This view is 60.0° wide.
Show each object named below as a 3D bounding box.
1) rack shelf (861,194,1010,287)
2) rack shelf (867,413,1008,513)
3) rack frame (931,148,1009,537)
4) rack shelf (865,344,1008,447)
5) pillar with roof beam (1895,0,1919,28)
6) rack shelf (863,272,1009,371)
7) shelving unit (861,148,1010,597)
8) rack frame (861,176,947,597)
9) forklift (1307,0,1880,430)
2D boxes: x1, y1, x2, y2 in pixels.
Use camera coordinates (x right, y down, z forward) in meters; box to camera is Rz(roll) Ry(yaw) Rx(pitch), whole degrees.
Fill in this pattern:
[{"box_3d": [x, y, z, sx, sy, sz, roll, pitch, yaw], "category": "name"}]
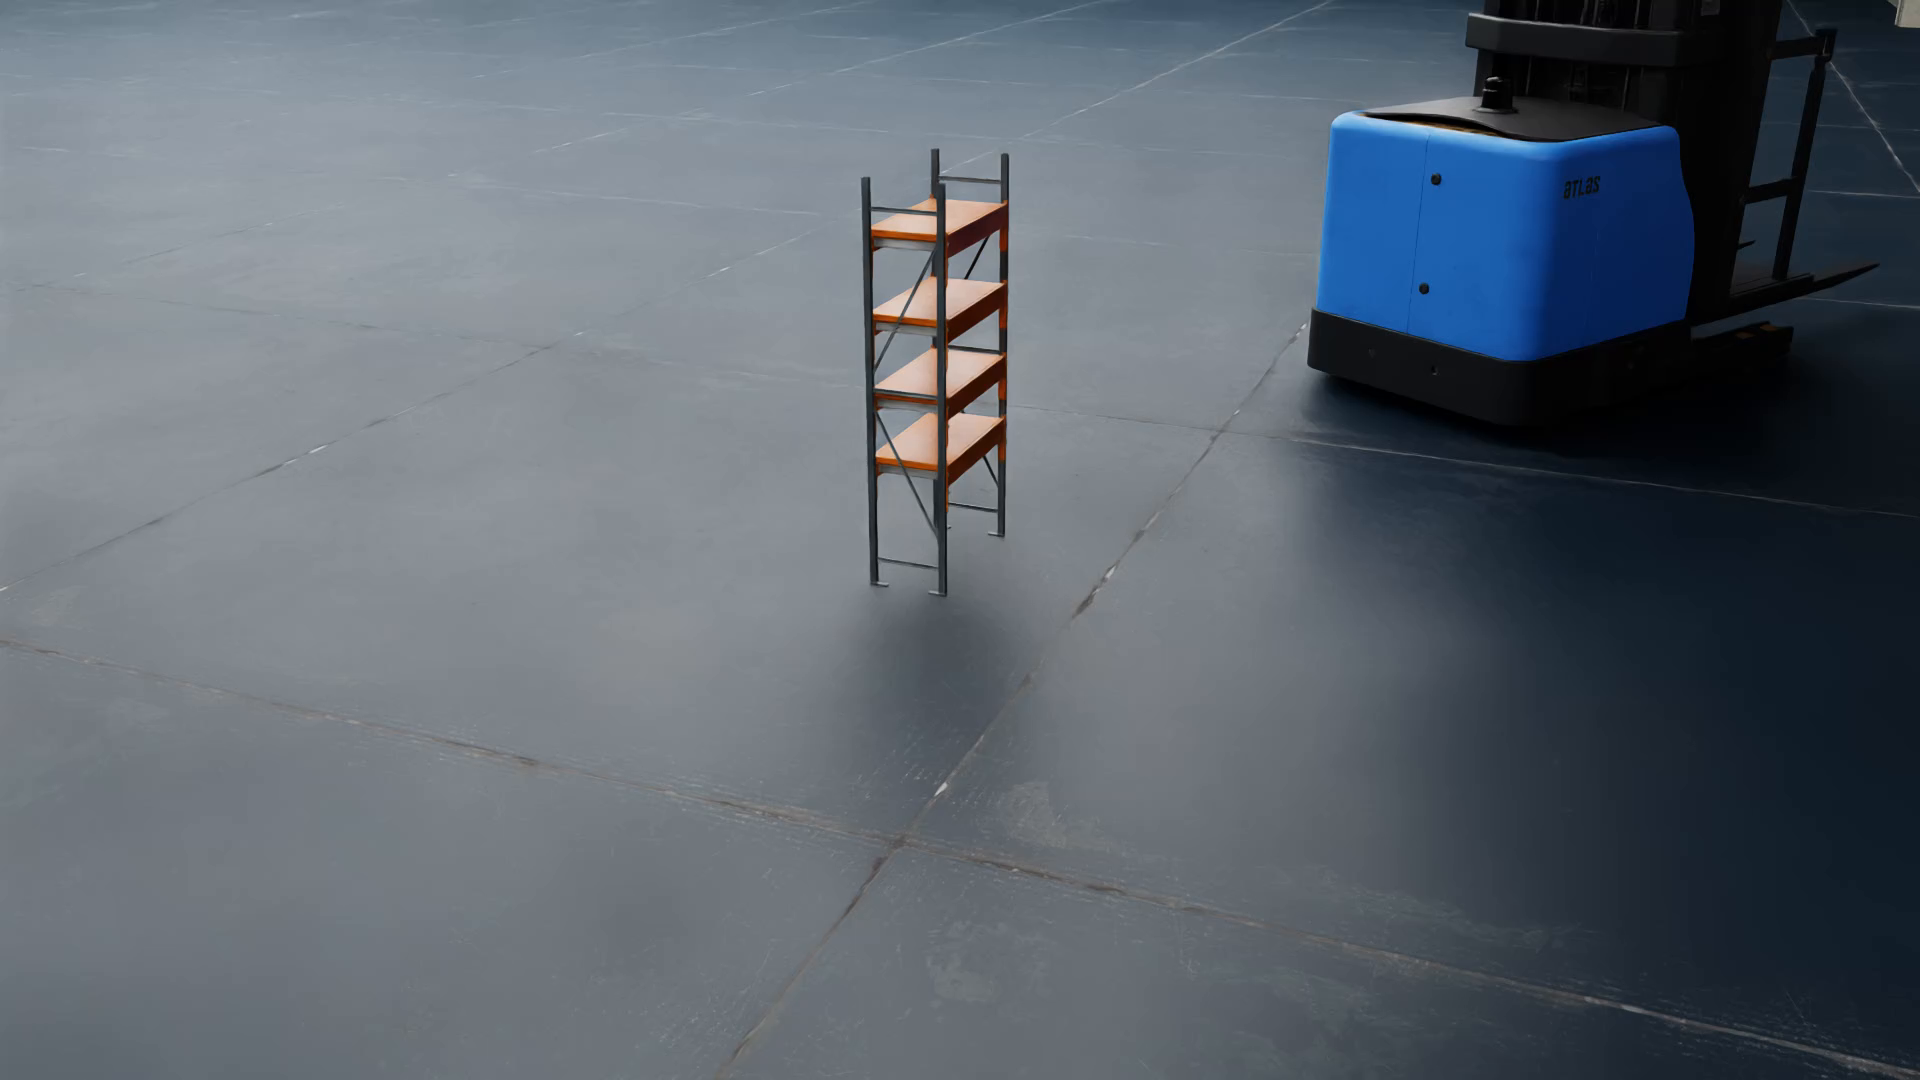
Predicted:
[{"box_3d": [-0.061, -0.857, 4.725, 0.258, 0.148, 0.480, 9, 24, 20], "category": "rack shelf"}, {"box_3d": [-0.061, -0.249, 4.979, 0.258, 0.148, 0.480, 9, 24, 20], "category": "rack shelf"}, {"box_3d": [0.029, -0.582, 5.086, 0.240, 1.200, 0.015, 9, 24, 20], "category": "rack frame"}, {"box_3d": [-0.061, -0.432, 4.903, 0.258, 0.148, 0.480, 9, 24, 20], "category": "rack shelf"}, {"box_3d": [7.554, -11.017, 19.949, 9.100, 9.000, 0.400, 9, 24, 20], "category": "pillar with roof beam"}, {"box_3d": [-0.061, -0.639, 4.817, 0.258, 0.148, 0.480, 9, 24, 20], "category": "rack shelf"}, {"box_3d": [-0.061, -0.494, 4.877, 0.258, 1.200, 0.503, 9, 24, 20], "category": "shelving unit"}, {"box_3d": [-0.152, -0.407, 4.668, 0.240, 1.200, 0.015, 9, 24, 20], "category": "rack frame"}, {"box_3d": [2.896, -2.196, 6.705, 3.031, 2.935, 1.130, -16, 28, -34], "category": "forklift"}]
